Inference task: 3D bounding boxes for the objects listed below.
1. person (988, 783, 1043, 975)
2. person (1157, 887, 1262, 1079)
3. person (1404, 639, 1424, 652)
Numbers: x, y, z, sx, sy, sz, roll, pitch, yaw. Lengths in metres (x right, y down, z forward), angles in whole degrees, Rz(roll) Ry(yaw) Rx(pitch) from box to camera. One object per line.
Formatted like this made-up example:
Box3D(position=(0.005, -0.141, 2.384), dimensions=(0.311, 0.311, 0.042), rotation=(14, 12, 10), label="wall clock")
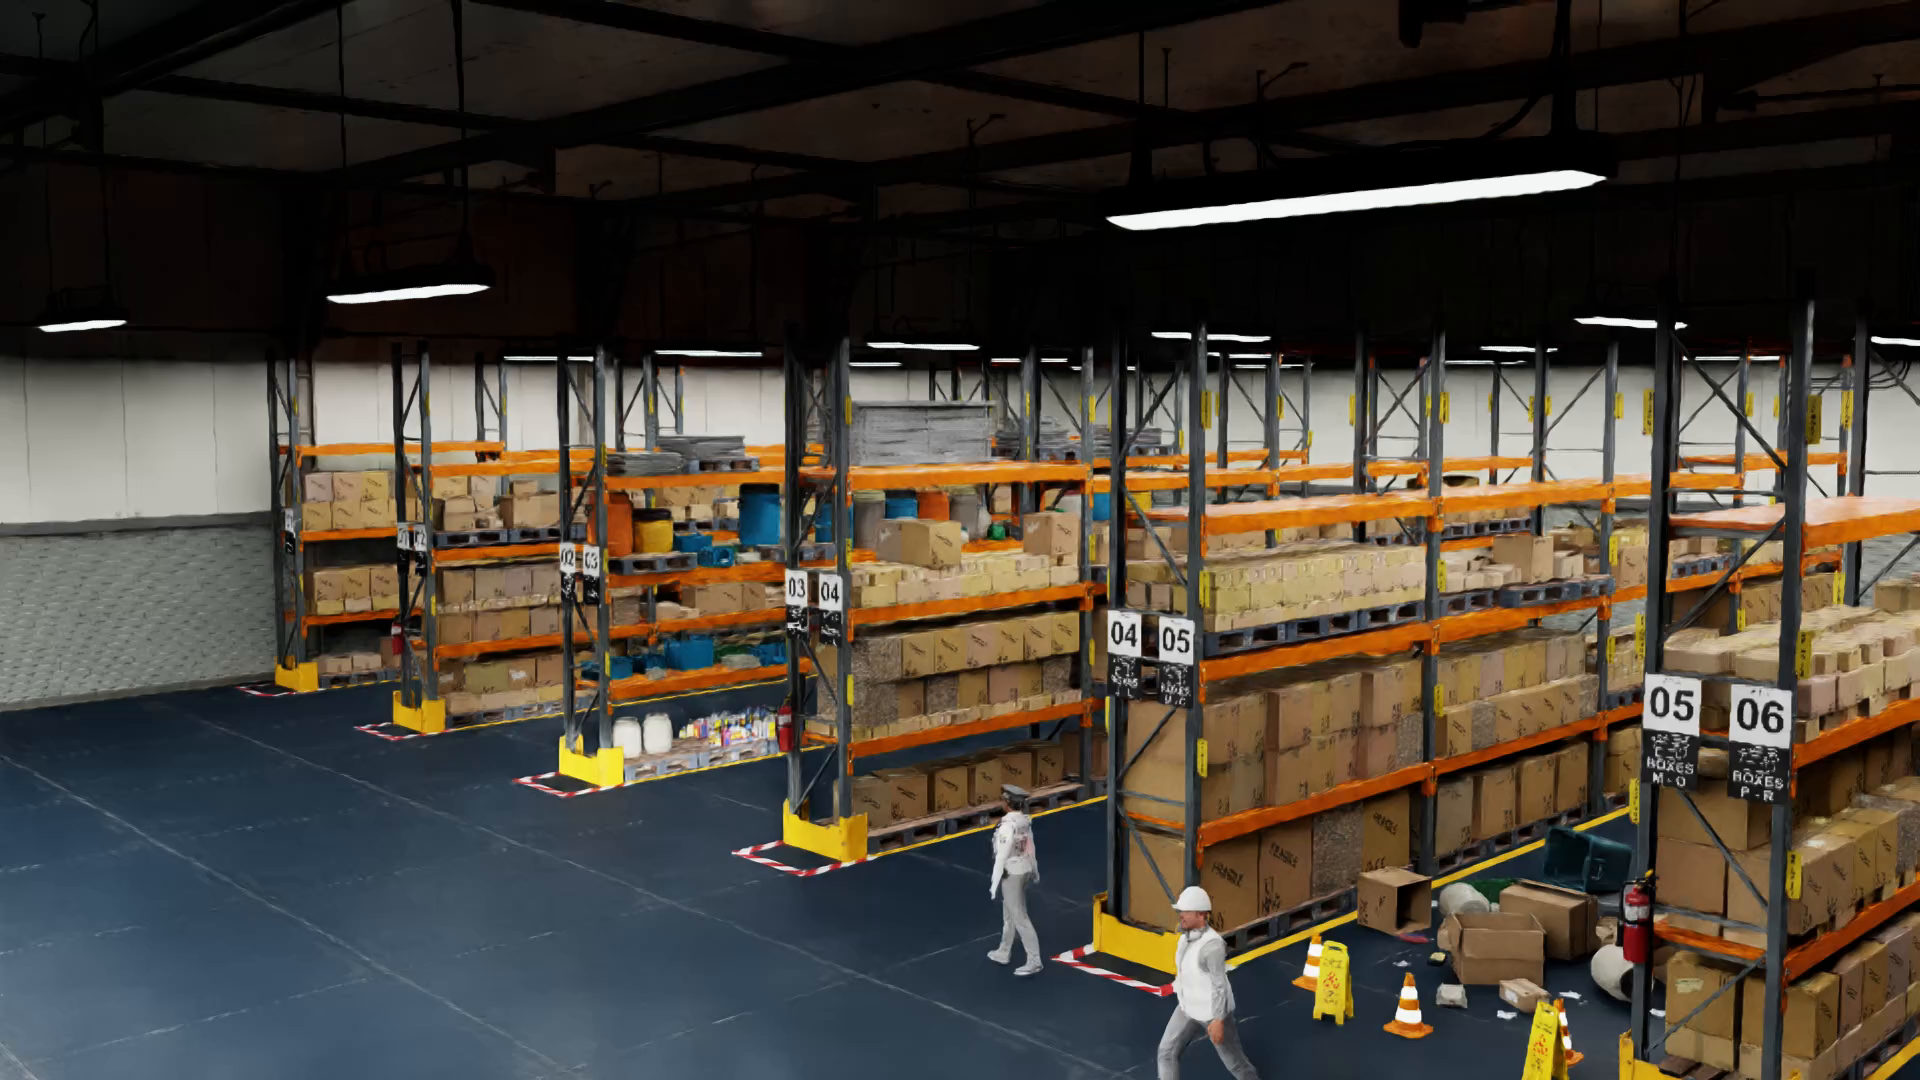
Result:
Box3D(position=(0.503, 3.036, 15.051), dimensions=(0.641, 1.664, 0.650), rotation=(2, 5, 25), label="person")
Box3D(position=(1.751, 3.296, 11.772), dimensions=(0.961, 1.725, 0.572), rotation=(-2, 5, -22), label="person")
Box3D(position=(6.557, 2.191, 23.920), dimensions=(0.678, 1.773, 0.630), rotation=(-1, 5, -14), label="person")
